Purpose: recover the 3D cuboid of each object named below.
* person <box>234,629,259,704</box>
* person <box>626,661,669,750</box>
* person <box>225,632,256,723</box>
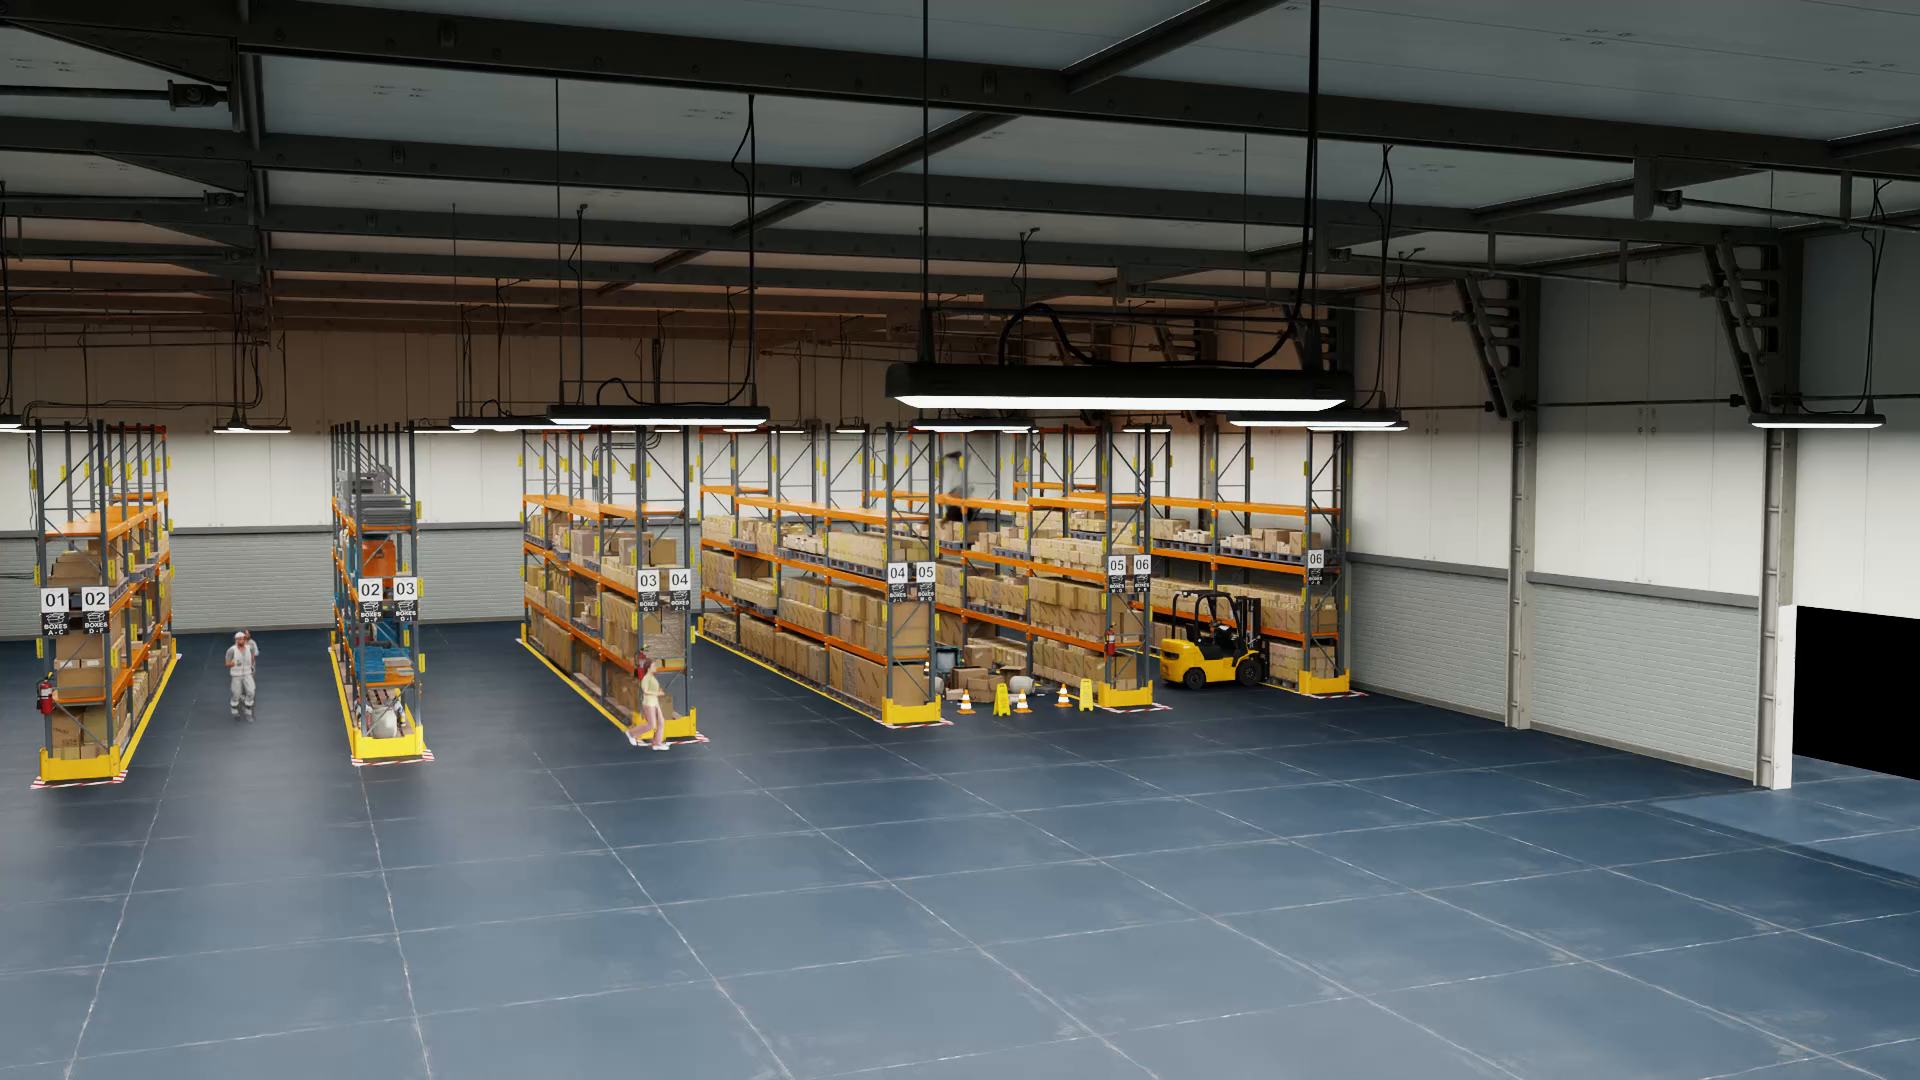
[{"bbox_3d":[-15.276,2.697,35.584,0.507,1.592,0.662,-3,5,-42],"label":"person"},{"bbox_3d":[-5.681,3.016,30.259,0.789,1.613,0.581,0,4,4],"label":"person"},{"bbox_3d":[-14.401,2.750,33.322,0.593,1.832,0.817,-3,5,-39],"label":"person"}]
